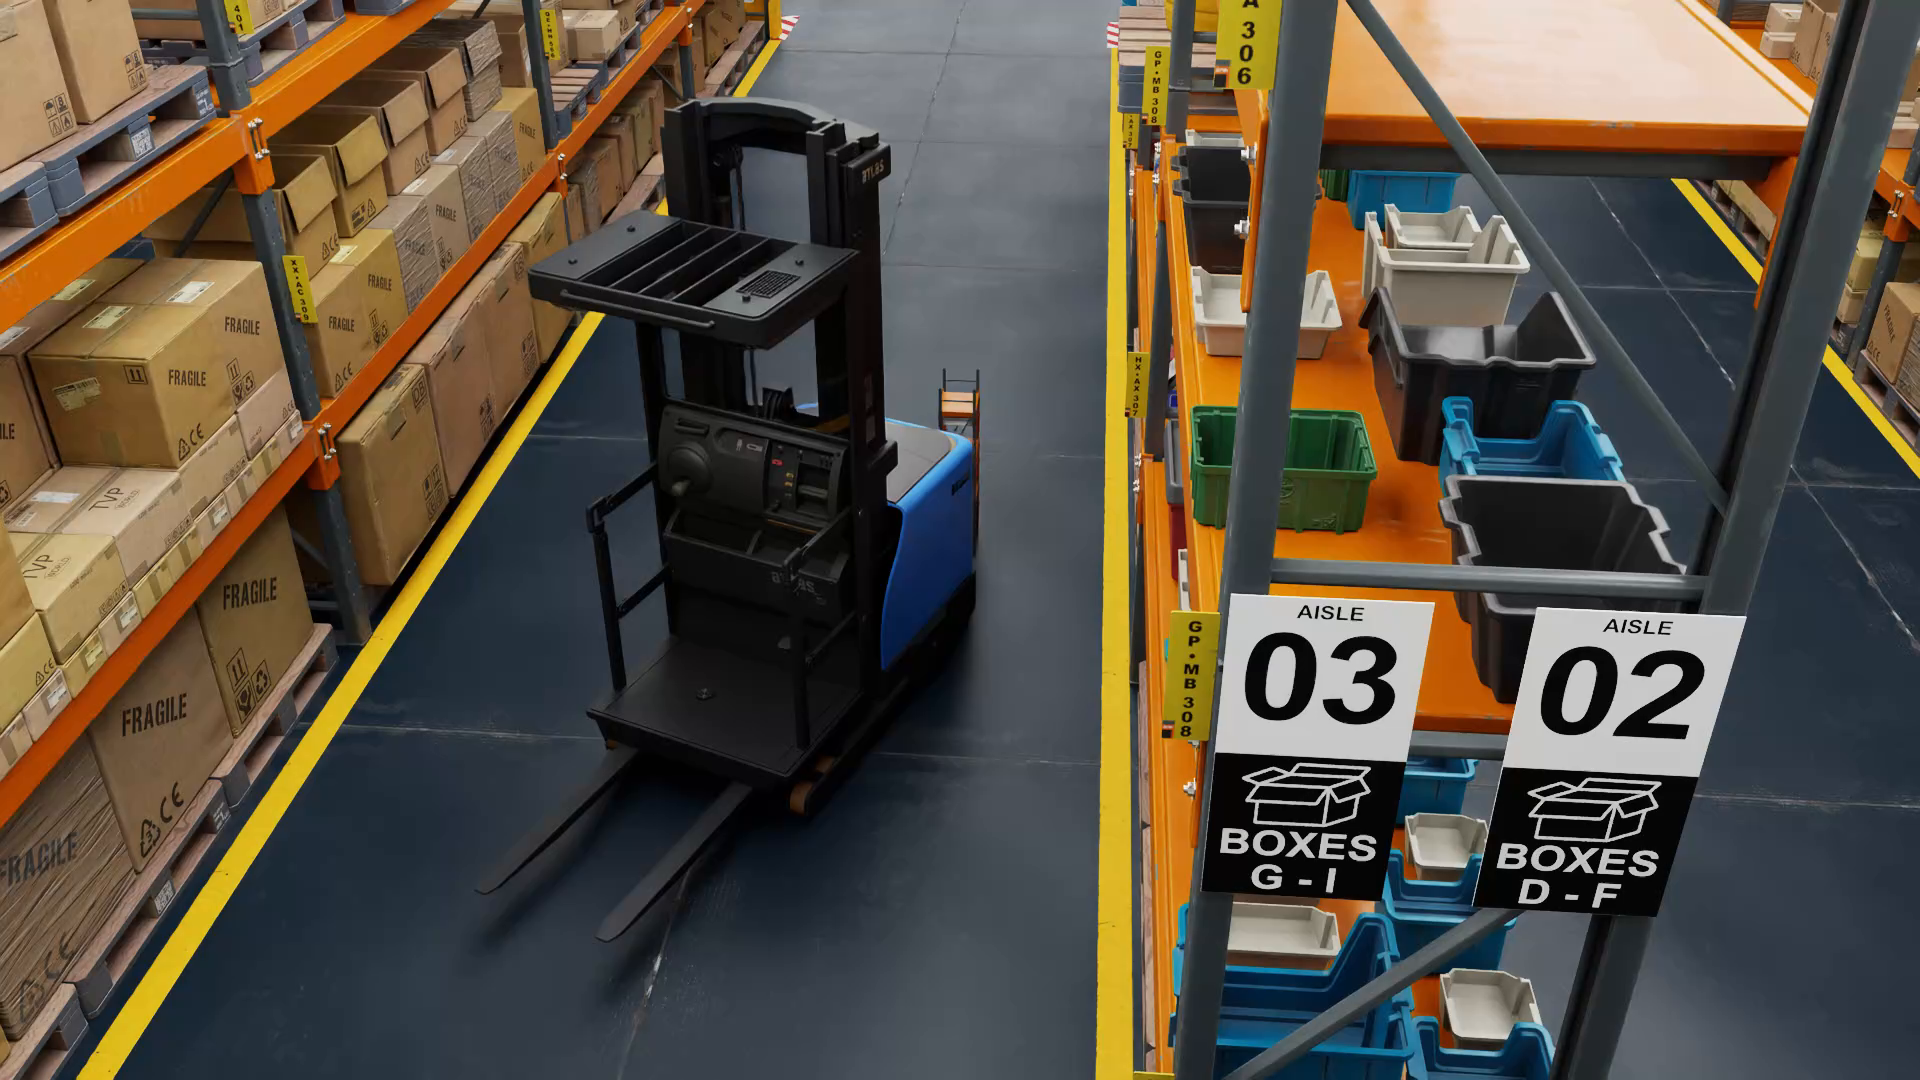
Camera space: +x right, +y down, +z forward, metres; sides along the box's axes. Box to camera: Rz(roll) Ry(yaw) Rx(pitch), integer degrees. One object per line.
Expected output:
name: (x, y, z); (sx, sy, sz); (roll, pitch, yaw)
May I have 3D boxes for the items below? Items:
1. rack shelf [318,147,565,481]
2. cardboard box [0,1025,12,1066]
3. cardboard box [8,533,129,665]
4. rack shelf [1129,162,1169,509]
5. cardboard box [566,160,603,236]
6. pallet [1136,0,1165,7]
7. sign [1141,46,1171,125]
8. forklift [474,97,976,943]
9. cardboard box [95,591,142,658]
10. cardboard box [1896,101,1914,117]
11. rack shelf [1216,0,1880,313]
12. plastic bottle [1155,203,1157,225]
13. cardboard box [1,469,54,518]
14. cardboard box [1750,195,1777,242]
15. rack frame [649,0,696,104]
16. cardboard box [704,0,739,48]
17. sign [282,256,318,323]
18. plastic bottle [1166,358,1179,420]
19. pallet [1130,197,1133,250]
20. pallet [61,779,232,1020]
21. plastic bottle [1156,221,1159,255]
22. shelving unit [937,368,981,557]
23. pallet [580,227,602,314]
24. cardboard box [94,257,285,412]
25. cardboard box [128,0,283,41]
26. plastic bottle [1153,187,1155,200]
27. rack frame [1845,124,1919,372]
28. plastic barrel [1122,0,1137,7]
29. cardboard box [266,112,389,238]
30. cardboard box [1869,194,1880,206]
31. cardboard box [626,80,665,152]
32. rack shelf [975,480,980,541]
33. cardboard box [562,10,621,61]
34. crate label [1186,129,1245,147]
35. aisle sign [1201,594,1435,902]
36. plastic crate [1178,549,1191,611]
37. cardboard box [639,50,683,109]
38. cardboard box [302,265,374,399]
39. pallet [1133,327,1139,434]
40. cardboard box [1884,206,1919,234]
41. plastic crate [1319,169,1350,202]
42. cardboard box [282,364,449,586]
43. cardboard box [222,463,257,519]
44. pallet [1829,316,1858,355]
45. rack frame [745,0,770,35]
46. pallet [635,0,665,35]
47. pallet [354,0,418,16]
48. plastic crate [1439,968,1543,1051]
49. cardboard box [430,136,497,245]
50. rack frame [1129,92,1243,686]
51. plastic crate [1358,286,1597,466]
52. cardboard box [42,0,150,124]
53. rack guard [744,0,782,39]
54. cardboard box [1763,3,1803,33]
rack shelf: (-3.421, -1.511, 9.808); (1.077, 0.370, 4.000); (2, 32, 4)
cardboard box: (-3.937, 1.708, 5.524); (0.875, 0.875, 0.875); (2, 32, 4)
cardboard box: (-3.484, 0.210, 6.189); (0.500, 0.250, 0.500); (2, 32, 3)
rack shelf: (1.516, -1.299, 9.465); (1.077, 0.370, 4.000); (2, 32, 4)
cardboard box: (-3.191, -2.628, 12.898); (0.700, 0.500, 0.500); (0, 32, 0)
pallet: (1.409, -2.763, 8.476); (1.003, 0.211, 1.213); (2, 32, 4)
sign: (0.805, -1.865, 6.830); (0.100, 0.325, 0.005); (2, 32, 4)
forklift: (-1.020, -0.267, 7.169); (1.130, 2.935, 3.031); (14, 34, 22)
cardboard box: (-3.408, 0.314, 6.401); (0.380, 0.149, 0.250); (3, 32, 5)
cardboard box: (6.663, -3.000, 11.779); (0.380, 0.149, 0.250); (5, 32, 8)
rack shelf: (1.190, -1.591, 4.602); (1.077, 0.370, 4.000); (2, 32, 4)
plastic bottle: (1.236, -1.983, 10.078); (0.097, 0.201, 0.097); (0, 32, 0)
cardboard box: (-3.965, -0.068, 6.642); (0.500, 0.250, 0.500); (3, 32, 5)
cardboard box: (6.536, -2.533, 13.002); (0.500, 0.250, 0.500); (3, 32, 5)
rack frame: (-2.932, -4.954, 14.710); (1.000, 3.000, 0.127); (2, 32, 4)
cardboard box: (-2.689, -5.521, 17.612); (0.500, 0.500, 0.500); (11, 33, 17)
sign: (-3.030, -1.150, 7.637); (0.100, 0.325, 0.005); (2, 32, 4)
plastic bottle: (1.063, -0.727, 7.969); (0.152, 0.276, 0.135); (2, 32, 4)
pallet: (1.882, -2.504, 13.392); (1.003, 0.211, 1.213); (2, 32, 4)
pallet: (-3.820, 1.450, 6.976); (1.003, 0.211, 1.213); (2, 32, 4)
plastic bottle: (1.182, -1.787, 9.682); (0.061, 0.283, 0.133); (2, 32, 4)
shelving unit: (-0.004, -0.419, 9.209); (0.215, 1.050, 0.252); (2, 32, 4)
pallet: (-3.193, -2.084, 12.711); (1.003, 0.211, 1.213); (2, 32, 4)
cardboard box: (-3.355, -0.901, 7.278); (0.500, 0.500, 0.500); (3, 32, 5)
cardboard box: (-3.546, -2.573, 7.492); (0.700, 0.500, 0.500); (3, 32, 5)
plastic bottle: (1.276, -2.244, 10.501); (0.097, 0.201, 0.097); (0, 32, 0)
rack frame: (6.615, -2.438, 10.627); (1.000, 3.000, 0.127); (2, 32, 4)
plastic barrel: (1.671, -4.767, 13.929); (0.600, 0.901, 0.708); (2, 32, 4)
cardboard box: (-3.472, -1.933, 8.757); (0.797, 0.503, 0.637); (3, 32, 5)
cardboard box: (6.492, -2.505, 12.422); (0.500, 0.311, 0.500); (2, 32, 4)
cardboard box: (-3.004, -3.757, 14.731); (0.700, 0.500, 0.500); (0, 32, 0)
rack shelf: (-0.004, -0.173, 9.361); (0.215, 0.259, 0.240); (2, 32, 4)
cardboard box: (-2.892, -3.844, 12.652); (0.500, 0.250, 0.500); (2, 32, 3)
crate label: (1.025, -1.481, 6.466); (0.293, 0.136, 0.466); (2, 32, 4)
aisle sign: (0.729, 0.450, 3.462); (0.394, 0.787, 0.004); (2, 32, 4)
plastic crate: (1.045, 0.256, 6.312); (0.437, 0.282, 0.530); (2, 32, 4)
cardboard box: (-2.860, -4.276, 15.593); (0.500, 0.500, 0.500); (2, 32, 2)
cardboard box: (-3.297, -1.044, 8.269); (0.500, 0.500, 0.500); (3, 32, 4)
pallet: (1.656, -1.050, 11.033); (1.003, 0.211, 1.213); (2, 32, 4)
cardboard box: (6.985, -2.221, 11.961); (0.500, 0.311, 0.500); (2, 32, 3)
plastic crate: (1.620, -1.512, 6.467); (0.450, 0.188, 0.662); (2, 32, 4)
cardboard box: (-3.551, -0.381, 8.914); (1.225, 0.875, 0.875); (3, 32, 4)
cardboard box: (-3.324, -0.222, 7.271); (0.380, 0.149, 0.250); (2, 32, 3)
pallet: (6.721, -1.679, 12.054); (1.003, 0.211, 1.213); (2, 32, 4)
rack frame: (-2.607, -7.046, 18.104); (1.000, 3.000, 0.127); (2, 32, 4)
pallet: (-3.140, -4.479, 14.122); (1.003, 0.211, 1.213); (2, 32, 4)
pallet: (-3.346, -3.135, 9.080); (1.003, 0.211, 1.213); (4, 32, 6)
plastic crate: (1.484, 1.340, 4.692); (0.250, 0.136, 0.298); (2, 32, 4)
cardboard box: (-3.137, -2.105, 9.991); (0.500, 0.500, 0.500); (1, 32, 2)
rack frame: (1.353, -0.560, 7.579); (1.000, 3.000, 0.127); (2, 32, 4)
plastic crate: (1.426, -0.506, 4.692); (0.504, 0.338, 0.767); (2, 32, 4)
cardboard box: (-3.587, -1.900, 6.305); (0.700, 0.500, 0.500); (1, 32, 1)
rack guard: (-2.613, -5.942, 18.696); (1.175, 0.500, 0.348); (2, 32, 4)
cardboard box: (6.944, -4.206, 13.639); (0.500, 0.250, 0.500); (4, 32, 7)
